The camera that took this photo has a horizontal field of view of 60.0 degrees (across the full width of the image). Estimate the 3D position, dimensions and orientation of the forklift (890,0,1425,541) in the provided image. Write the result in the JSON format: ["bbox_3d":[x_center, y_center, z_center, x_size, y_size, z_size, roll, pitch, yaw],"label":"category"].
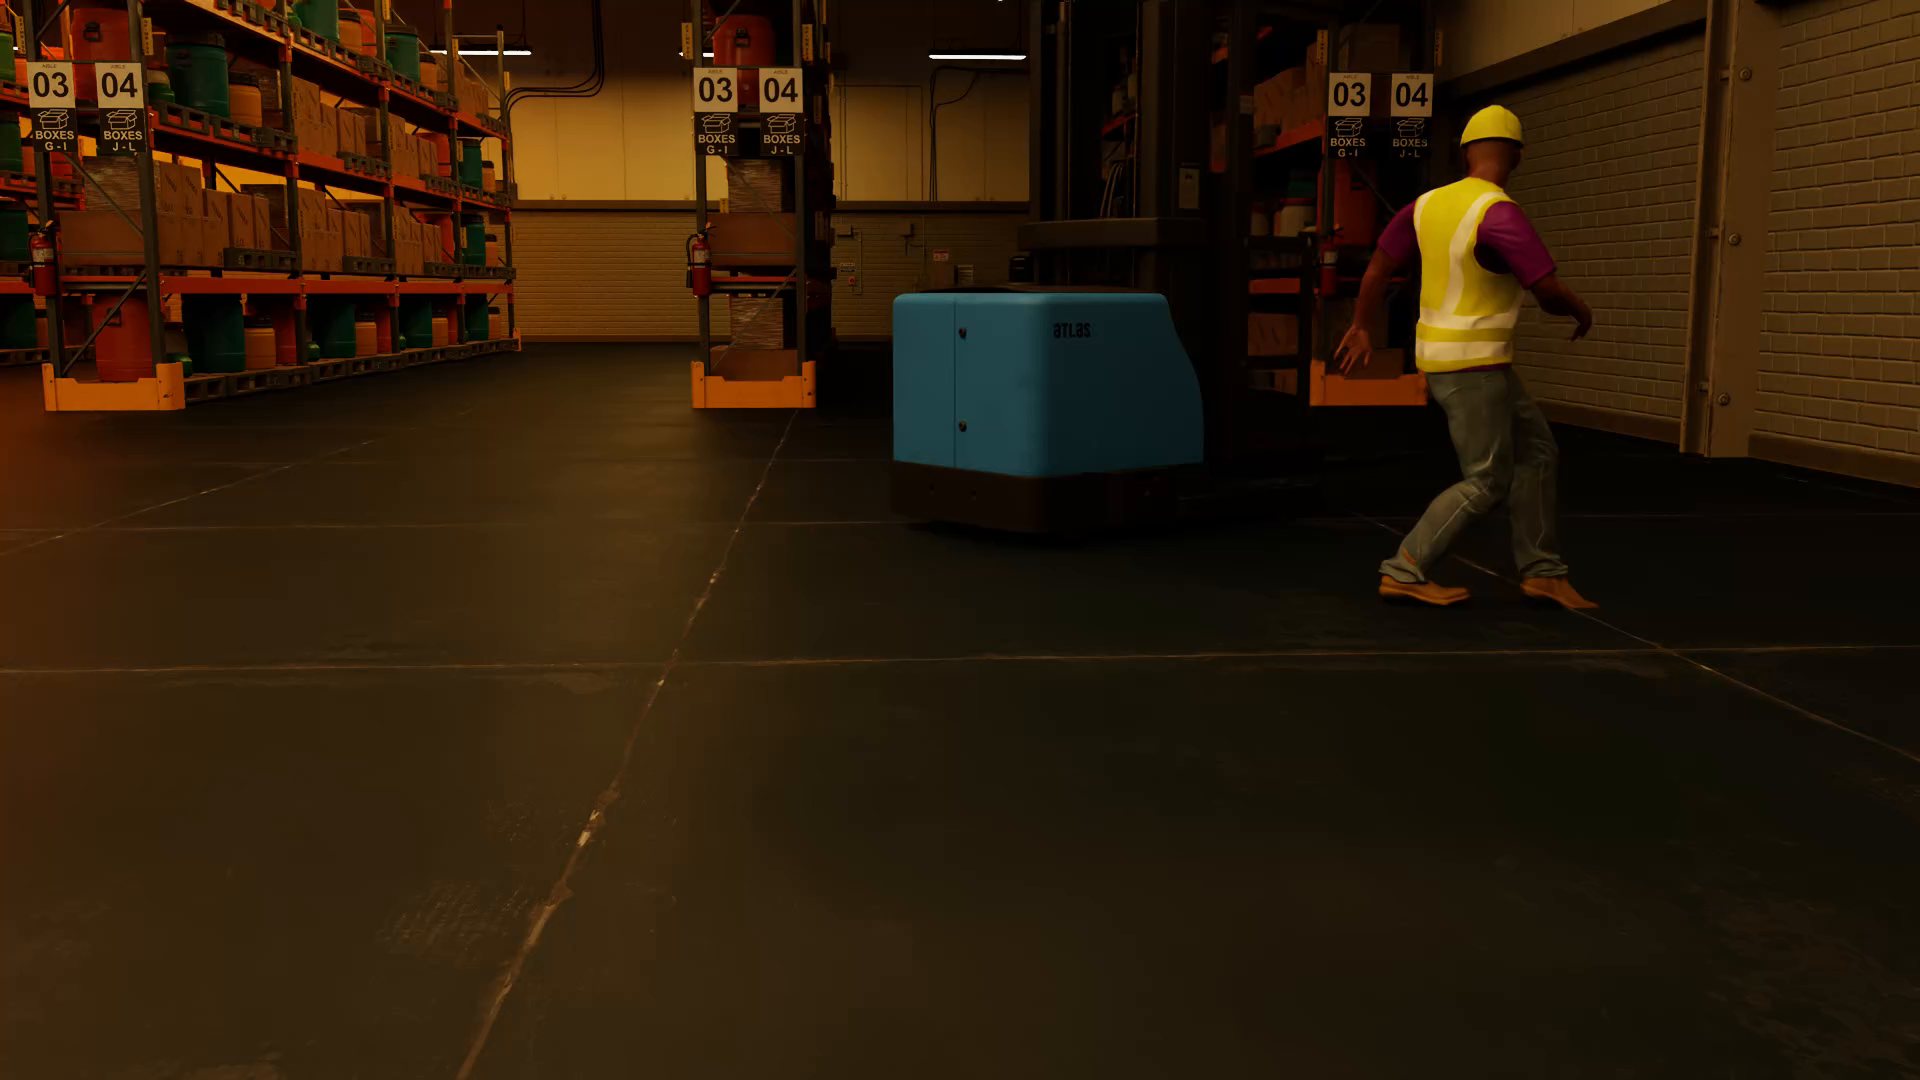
[{"bbox_3d":[1.134,-1.598,8.090,3.031,2.935,1.130,-7,11,-39],"label":"forklift"}]

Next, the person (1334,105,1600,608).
[{"bbox_3d":[1.771,-0.594,5.687,0.934,1.741,0.604,1,9,8],"label":"person"}]
